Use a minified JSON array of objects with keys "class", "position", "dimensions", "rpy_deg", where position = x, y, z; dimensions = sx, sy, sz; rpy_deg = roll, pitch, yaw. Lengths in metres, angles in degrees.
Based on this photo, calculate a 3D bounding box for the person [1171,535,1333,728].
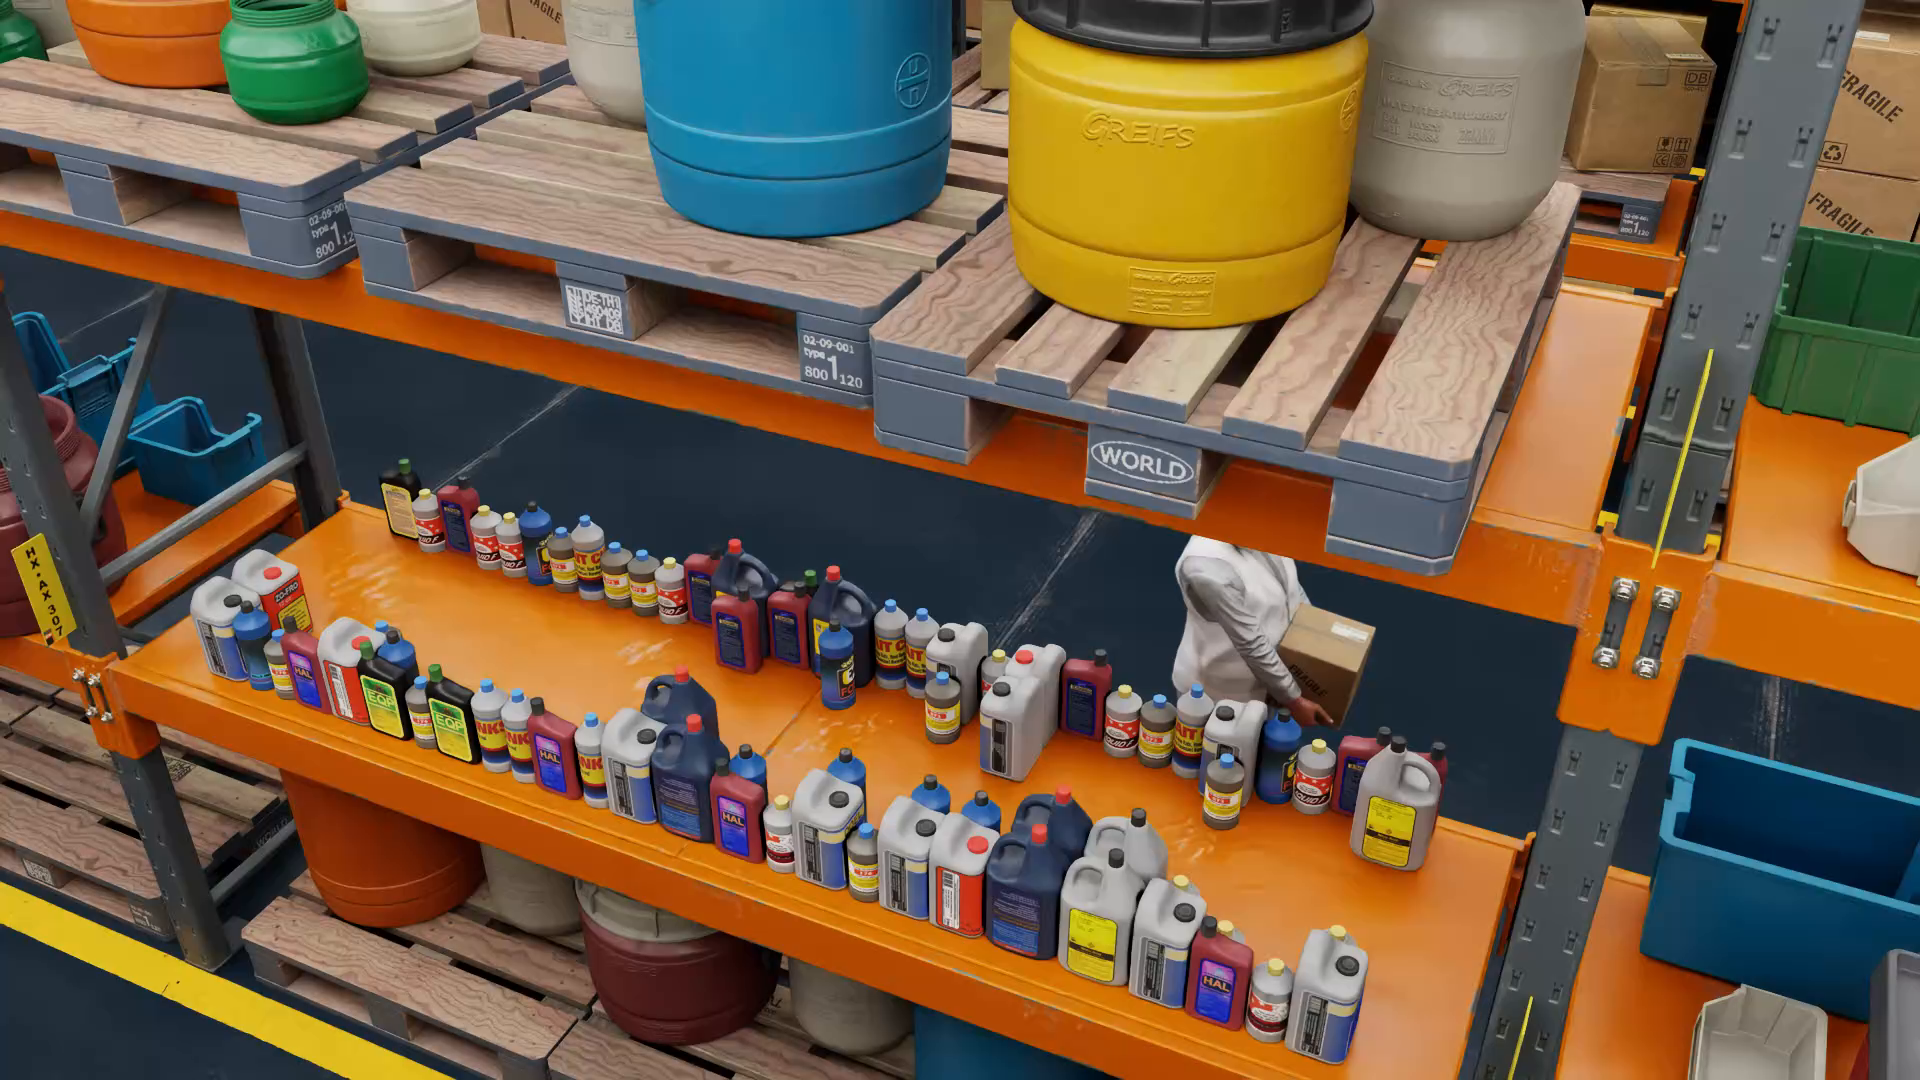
[{"class":"person","position":[0.972,0.467,5.420],"dimensions":[0.556,1.762,0.483],"rpy_deg":[14,36,21]}]
